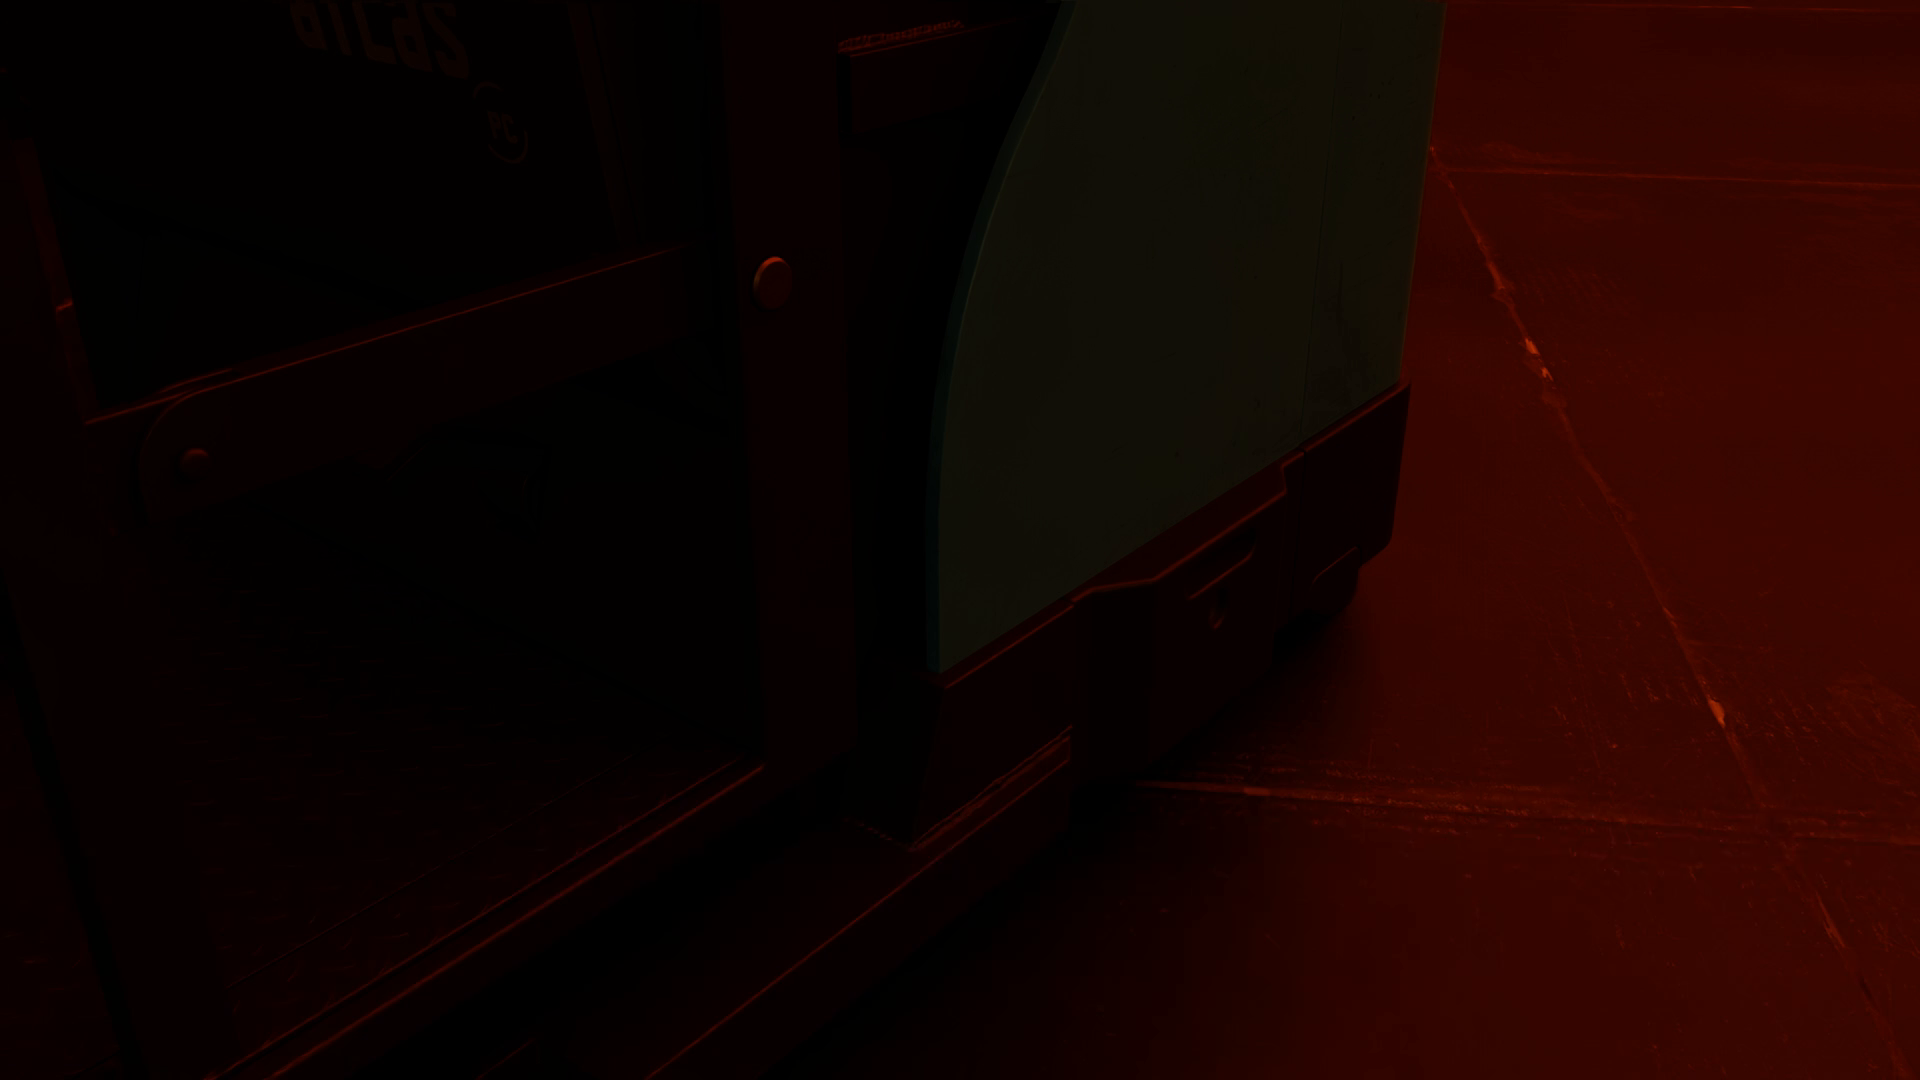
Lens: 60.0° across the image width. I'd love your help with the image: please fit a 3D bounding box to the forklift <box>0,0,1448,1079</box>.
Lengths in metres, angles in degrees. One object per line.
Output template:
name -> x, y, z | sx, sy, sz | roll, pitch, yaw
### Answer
forklift -> -0.702, -0.892, 1.004 | 1.130, 2.935, 3.031 | 20, 33, 34
